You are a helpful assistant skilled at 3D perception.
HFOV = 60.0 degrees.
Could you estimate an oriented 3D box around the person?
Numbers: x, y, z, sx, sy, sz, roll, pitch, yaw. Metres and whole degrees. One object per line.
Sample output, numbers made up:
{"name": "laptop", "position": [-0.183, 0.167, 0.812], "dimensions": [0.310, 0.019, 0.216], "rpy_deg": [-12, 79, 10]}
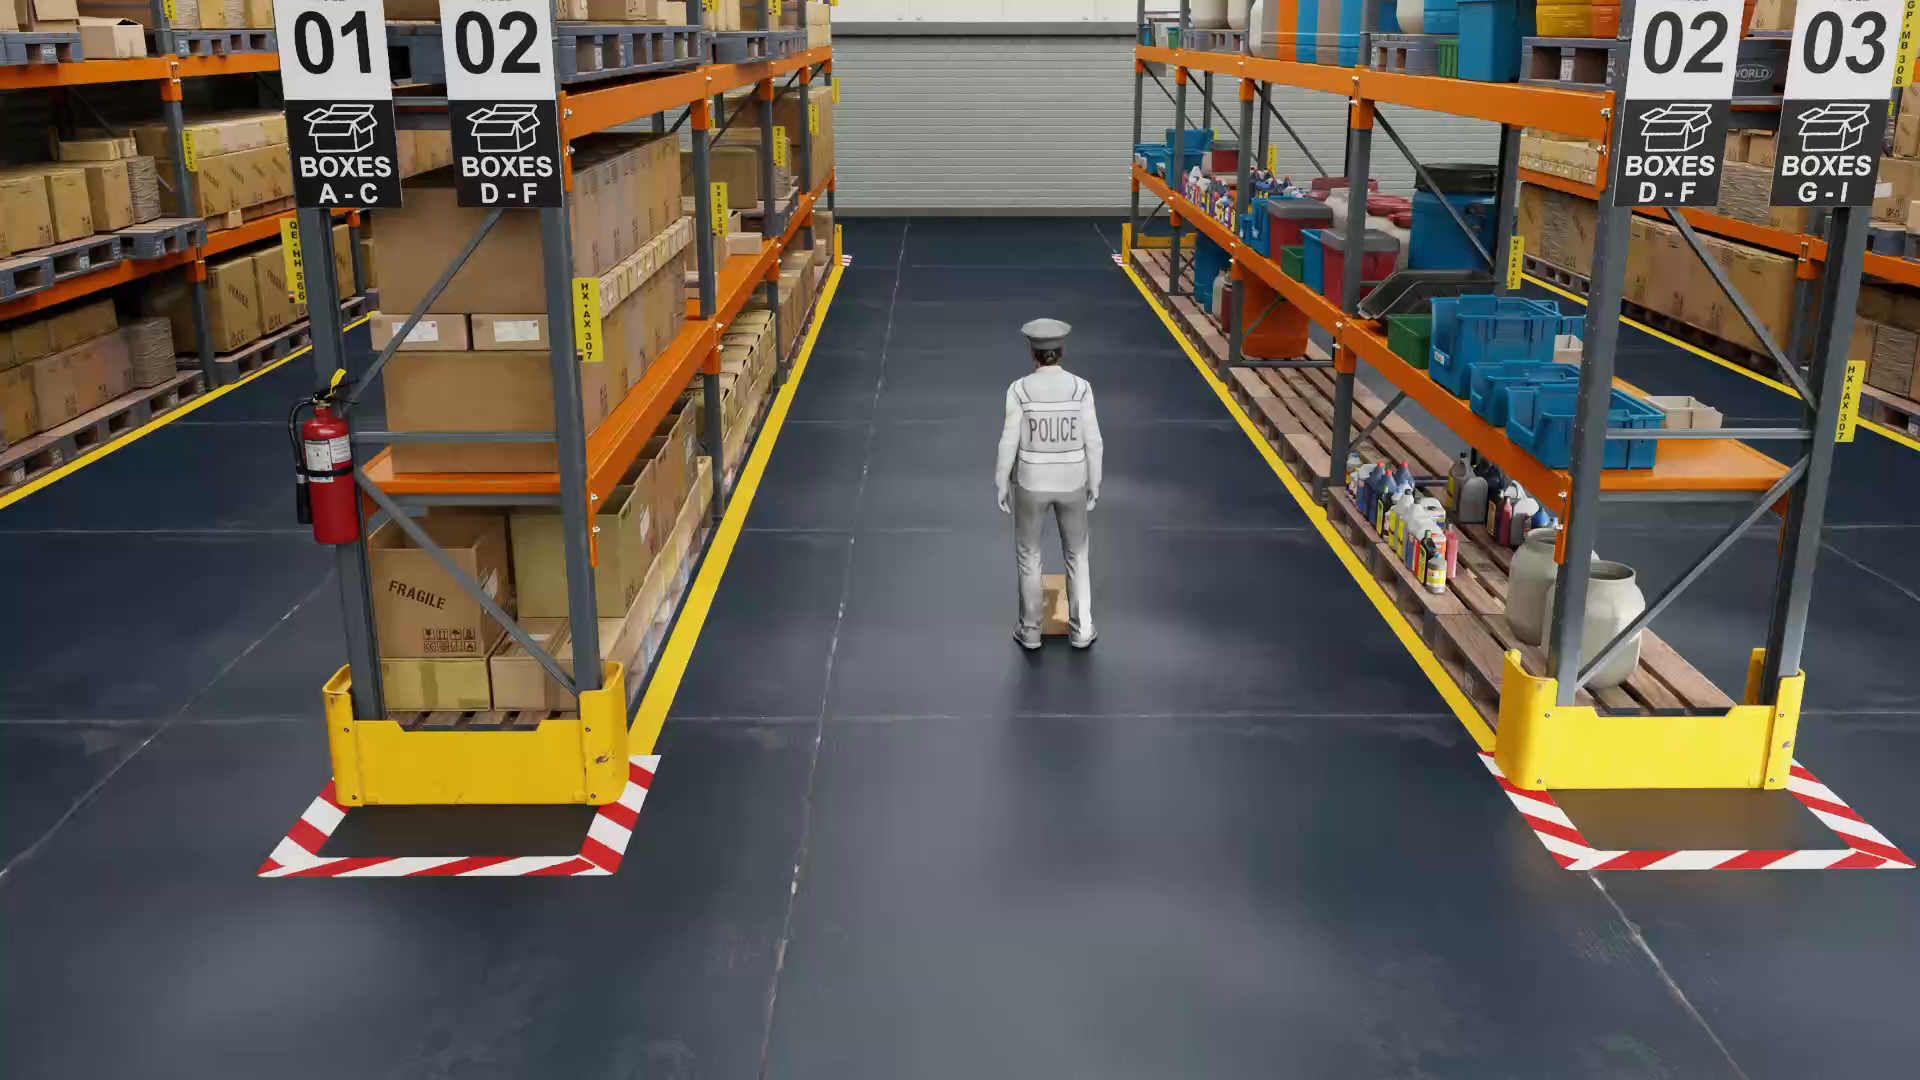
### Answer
{"name": "person", "position": [0.450, -0.263, 8.383], "dimensions": [0.546, 1.667, 0.369], "rpy_deg": [-1, 17, -3]}
